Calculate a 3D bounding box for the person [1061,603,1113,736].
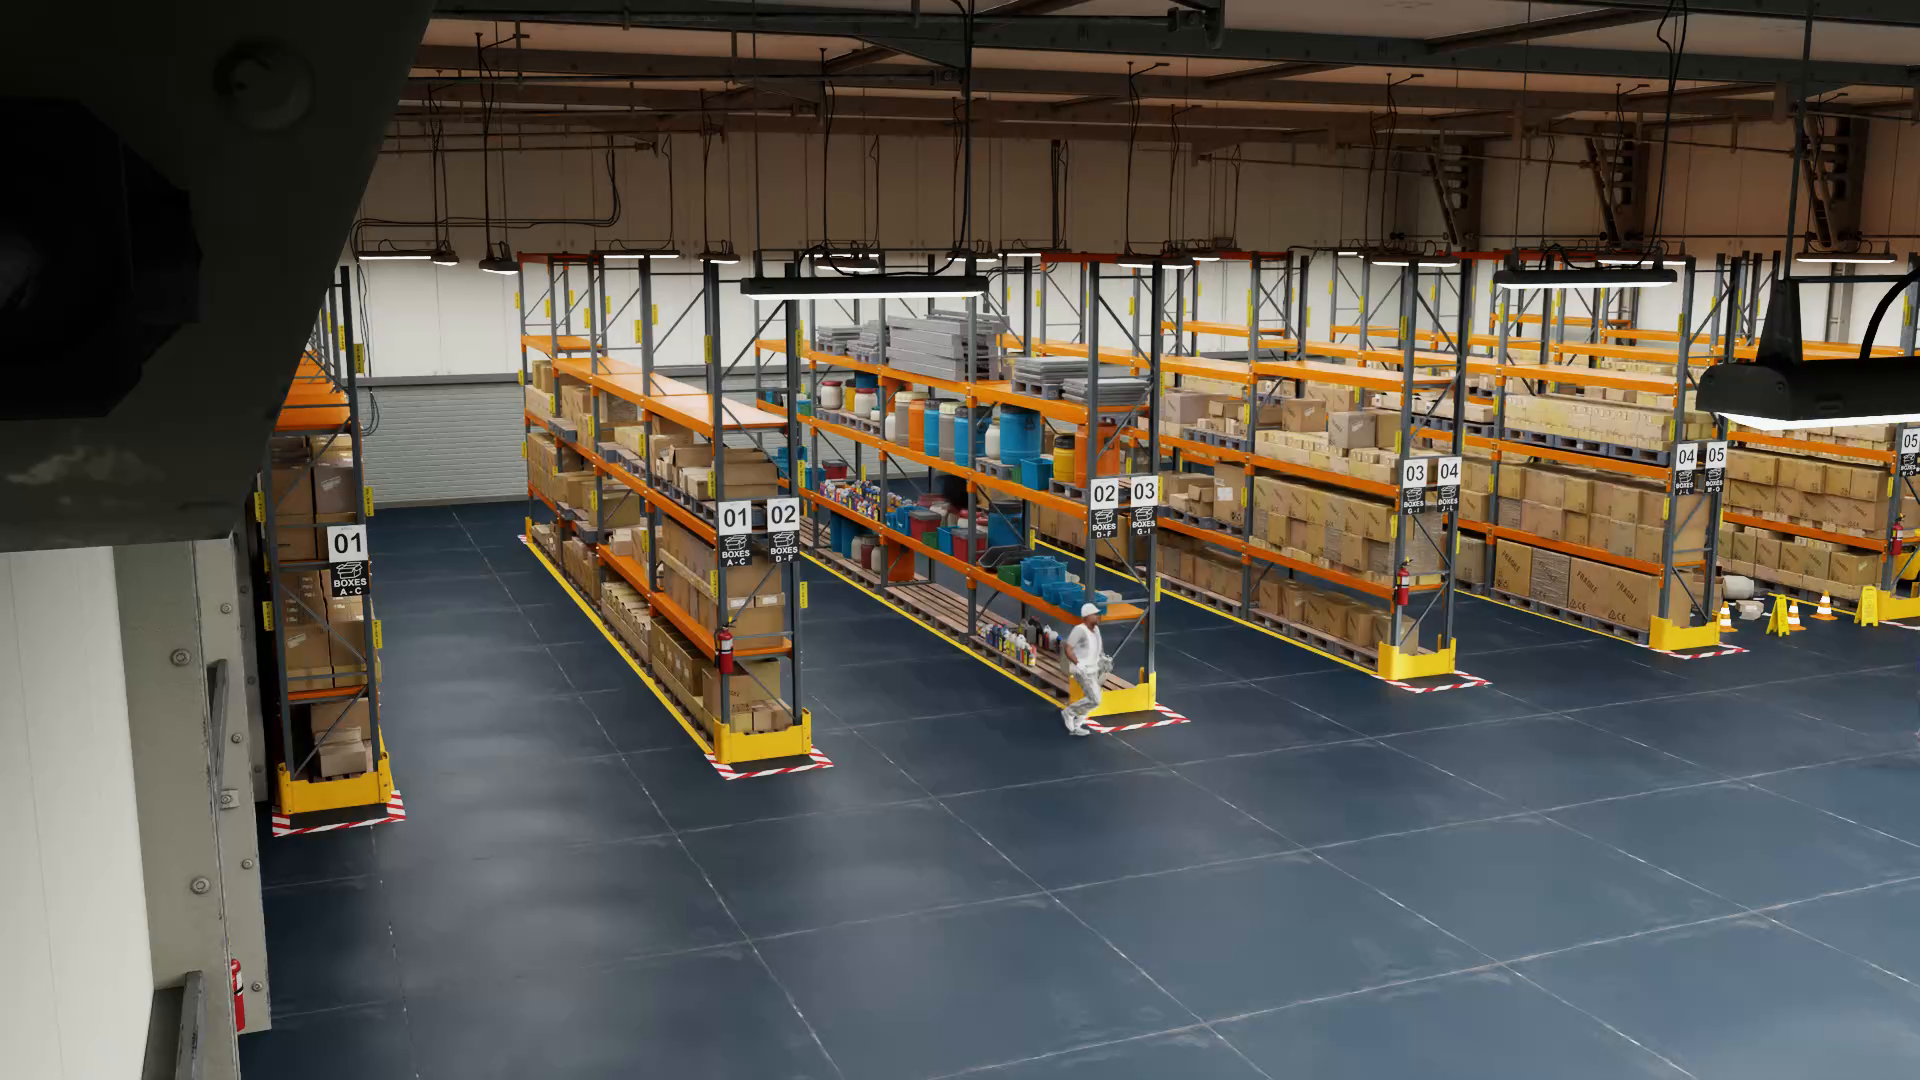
[{"bbox_3d":[1.619,1.664,21.227,0.563,1.731,0.691,5,12,26],"label":"person"}]
